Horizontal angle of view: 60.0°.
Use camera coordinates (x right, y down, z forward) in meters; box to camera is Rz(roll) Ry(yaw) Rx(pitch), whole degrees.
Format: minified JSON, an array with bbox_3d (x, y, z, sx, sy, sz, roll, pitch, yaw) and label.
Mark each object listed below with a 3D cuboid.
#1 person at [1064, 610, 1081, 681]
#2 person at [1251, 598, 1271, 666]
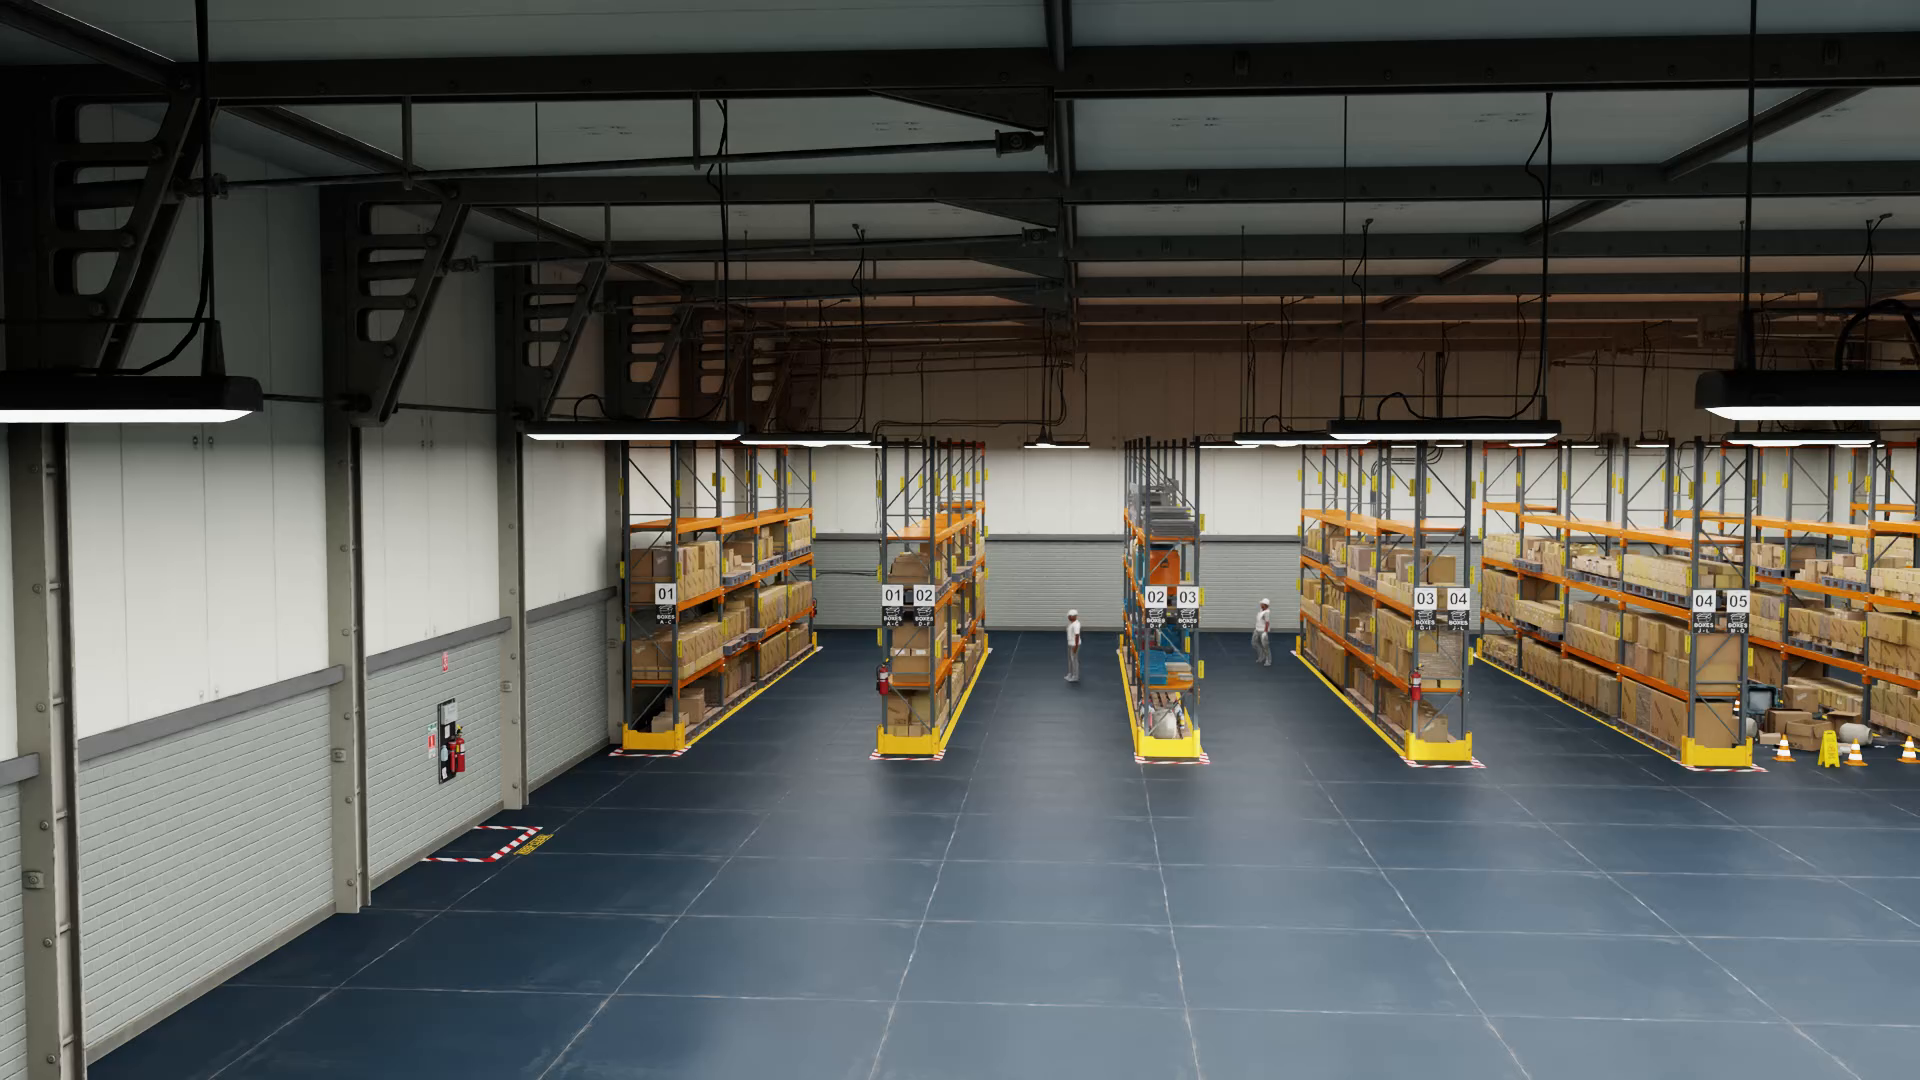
[{"bbox_3d":[2.800,2.614,41.441,0.417,1.769,0.620,0,3,-9],"label":"person"},{"bbox_3d":[8.086,2.445,44.425,0.417,1.781,0.693,-1,3,-21],"label":"person"}]
